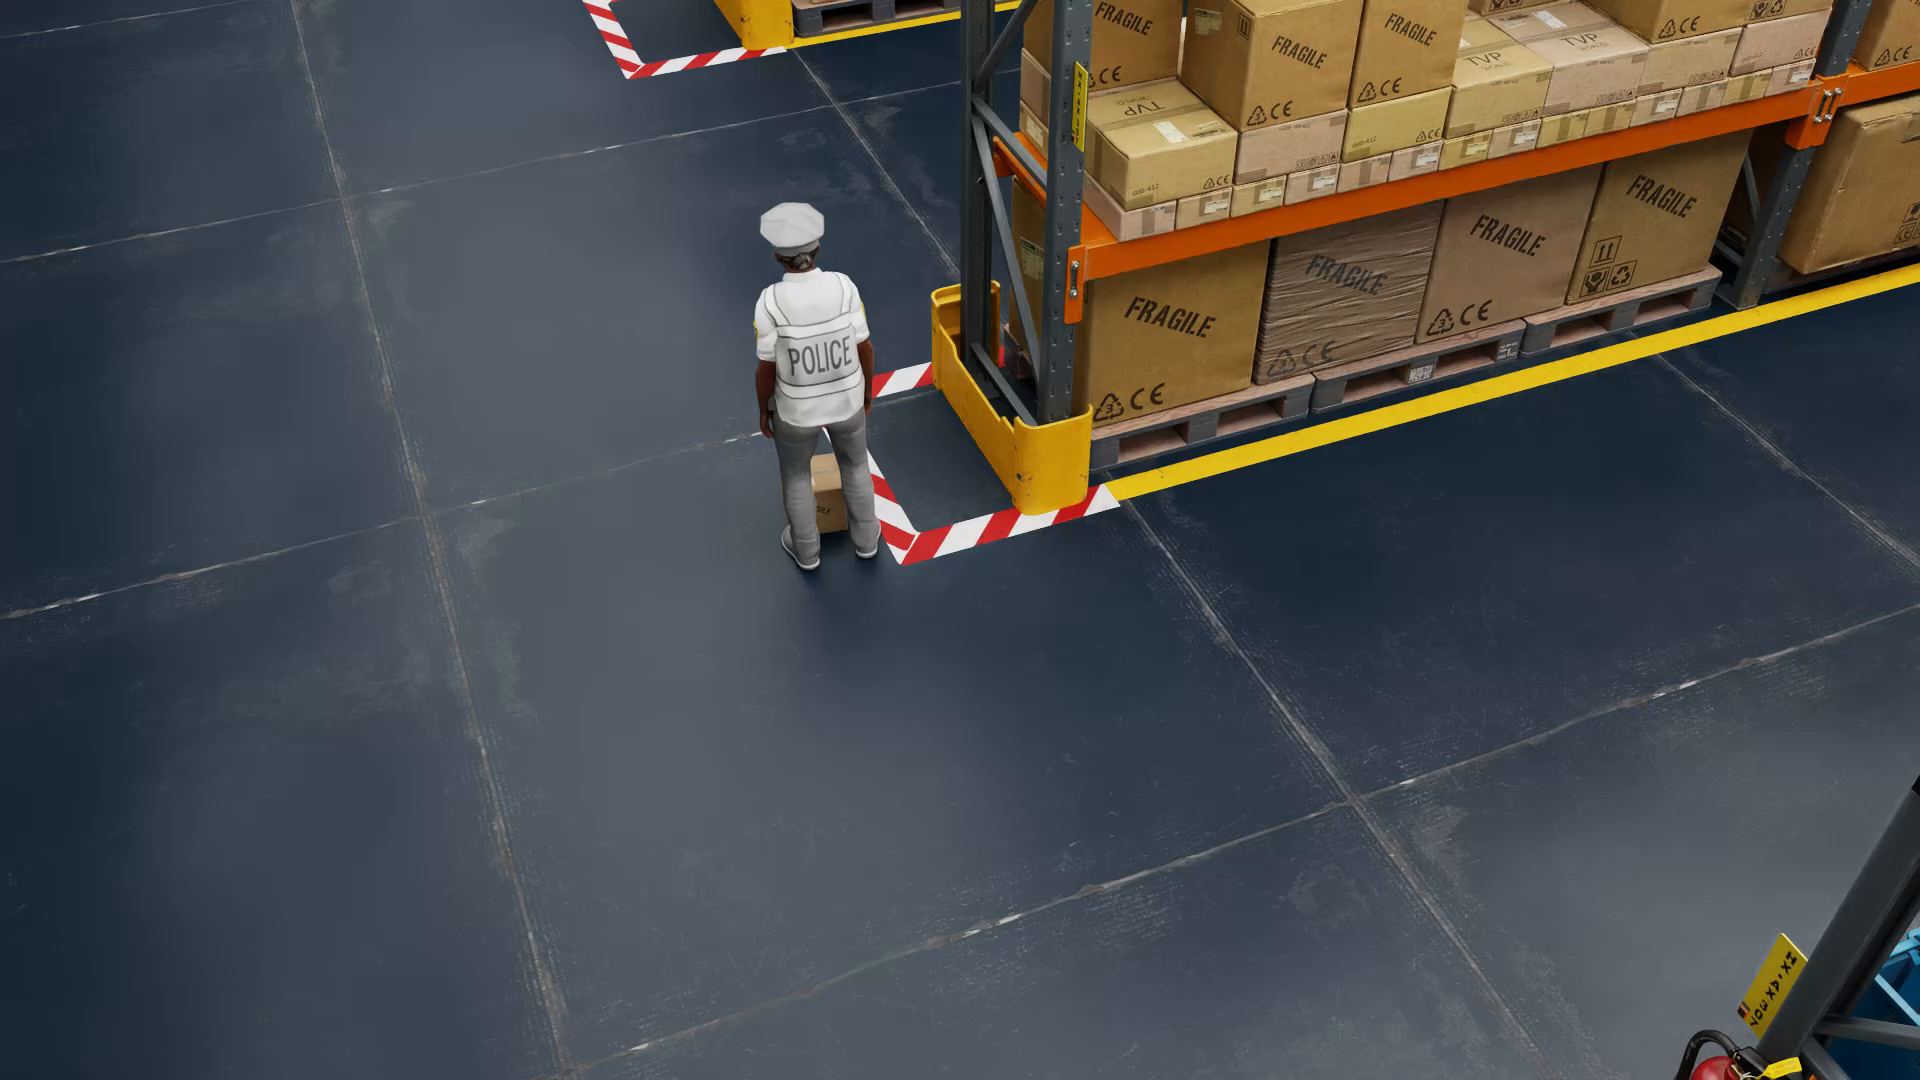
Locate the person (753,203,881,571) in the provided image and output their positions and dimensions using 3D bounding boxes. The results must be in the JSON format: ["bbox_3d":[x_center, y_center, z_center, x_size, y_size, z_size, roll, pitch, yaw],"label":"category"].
[{"bbox_3d":[-0.578,-0.571,6.796,0.518,1.656,0.397,-12,43,-13],"label":"person"}]
